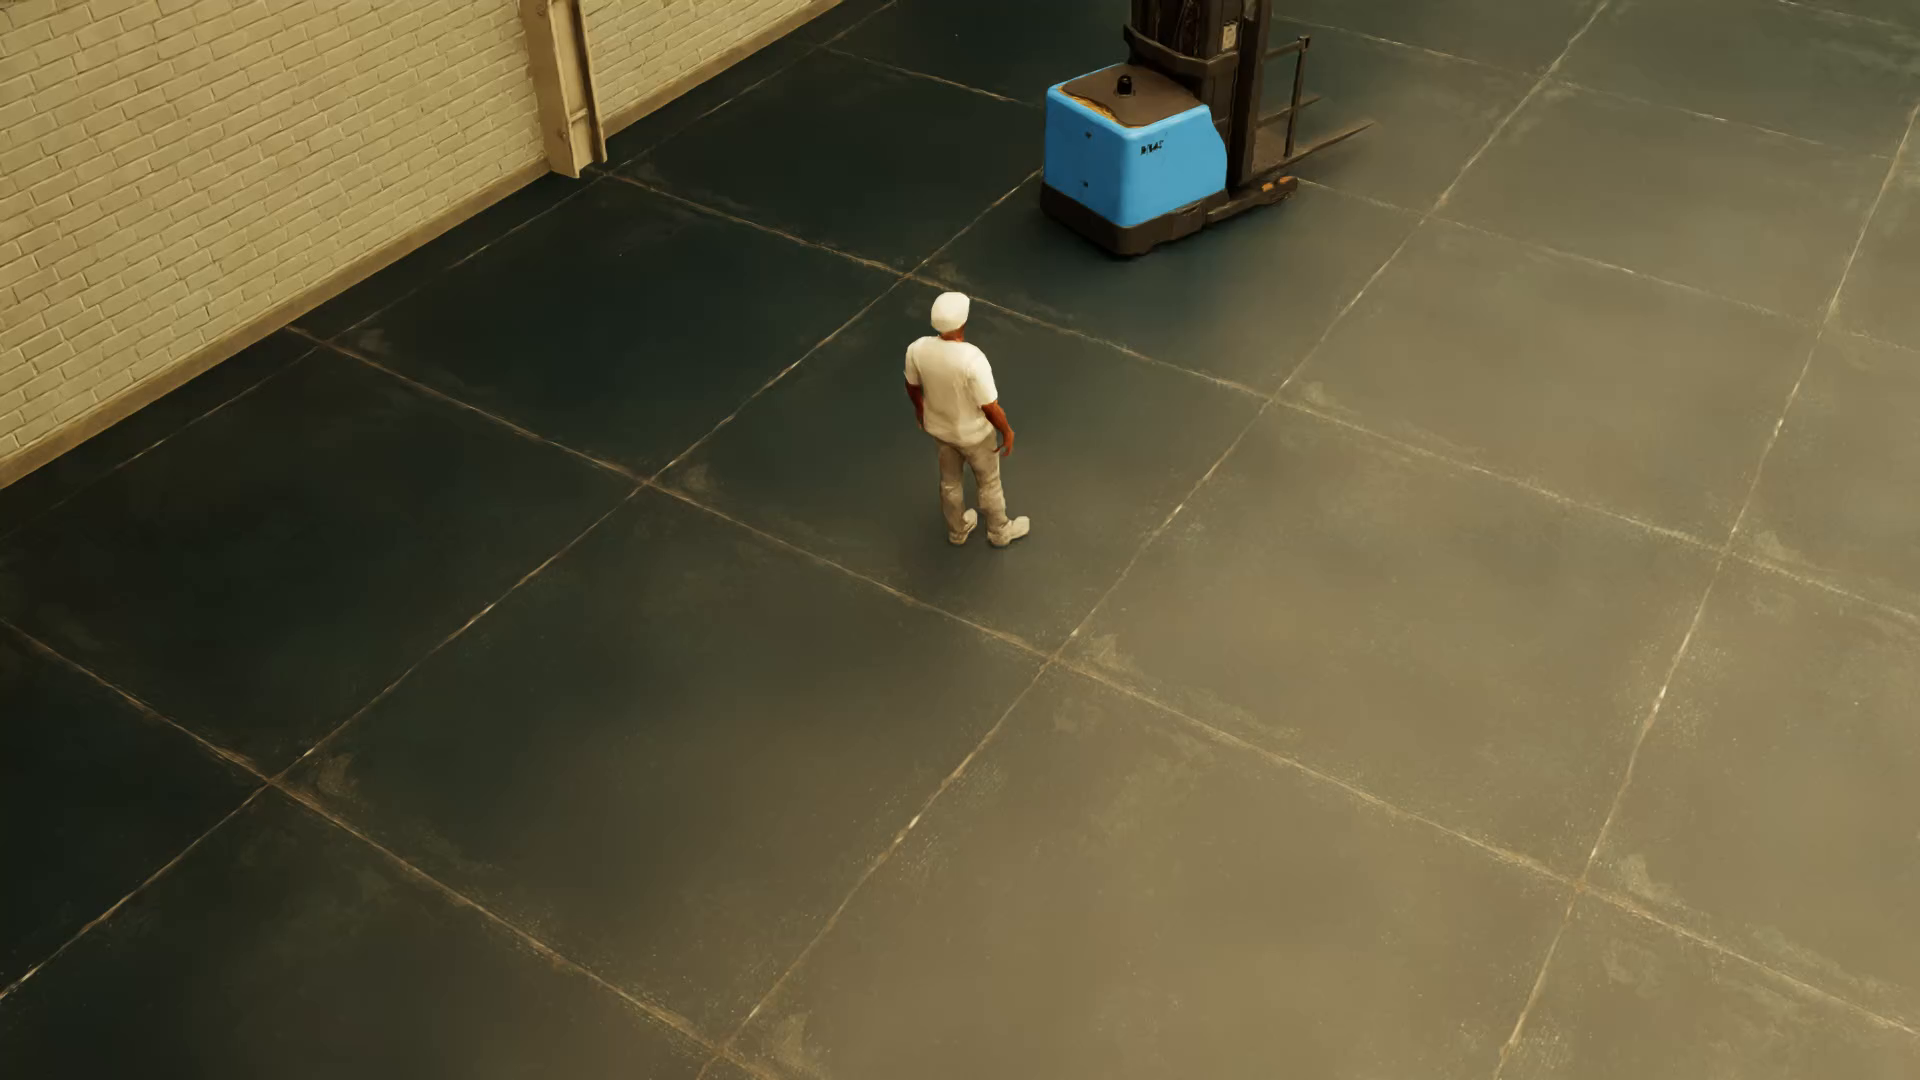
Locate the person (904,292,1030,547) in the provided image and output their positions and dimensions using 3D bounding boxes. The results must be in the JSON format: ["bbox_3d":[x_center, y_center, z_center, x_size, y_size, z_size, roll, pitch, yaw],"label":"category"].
[{"bbox_3d":[0.042,-0.715,9.701,0.665,1.766,0.576,22,45,24],"label":"person"}]

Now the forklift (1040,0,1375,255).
[{"bbox_3d":[2.116,-4.072,12.773,3.031,2.935,1.130,-26,47,-28],"label":"forklift"}]
